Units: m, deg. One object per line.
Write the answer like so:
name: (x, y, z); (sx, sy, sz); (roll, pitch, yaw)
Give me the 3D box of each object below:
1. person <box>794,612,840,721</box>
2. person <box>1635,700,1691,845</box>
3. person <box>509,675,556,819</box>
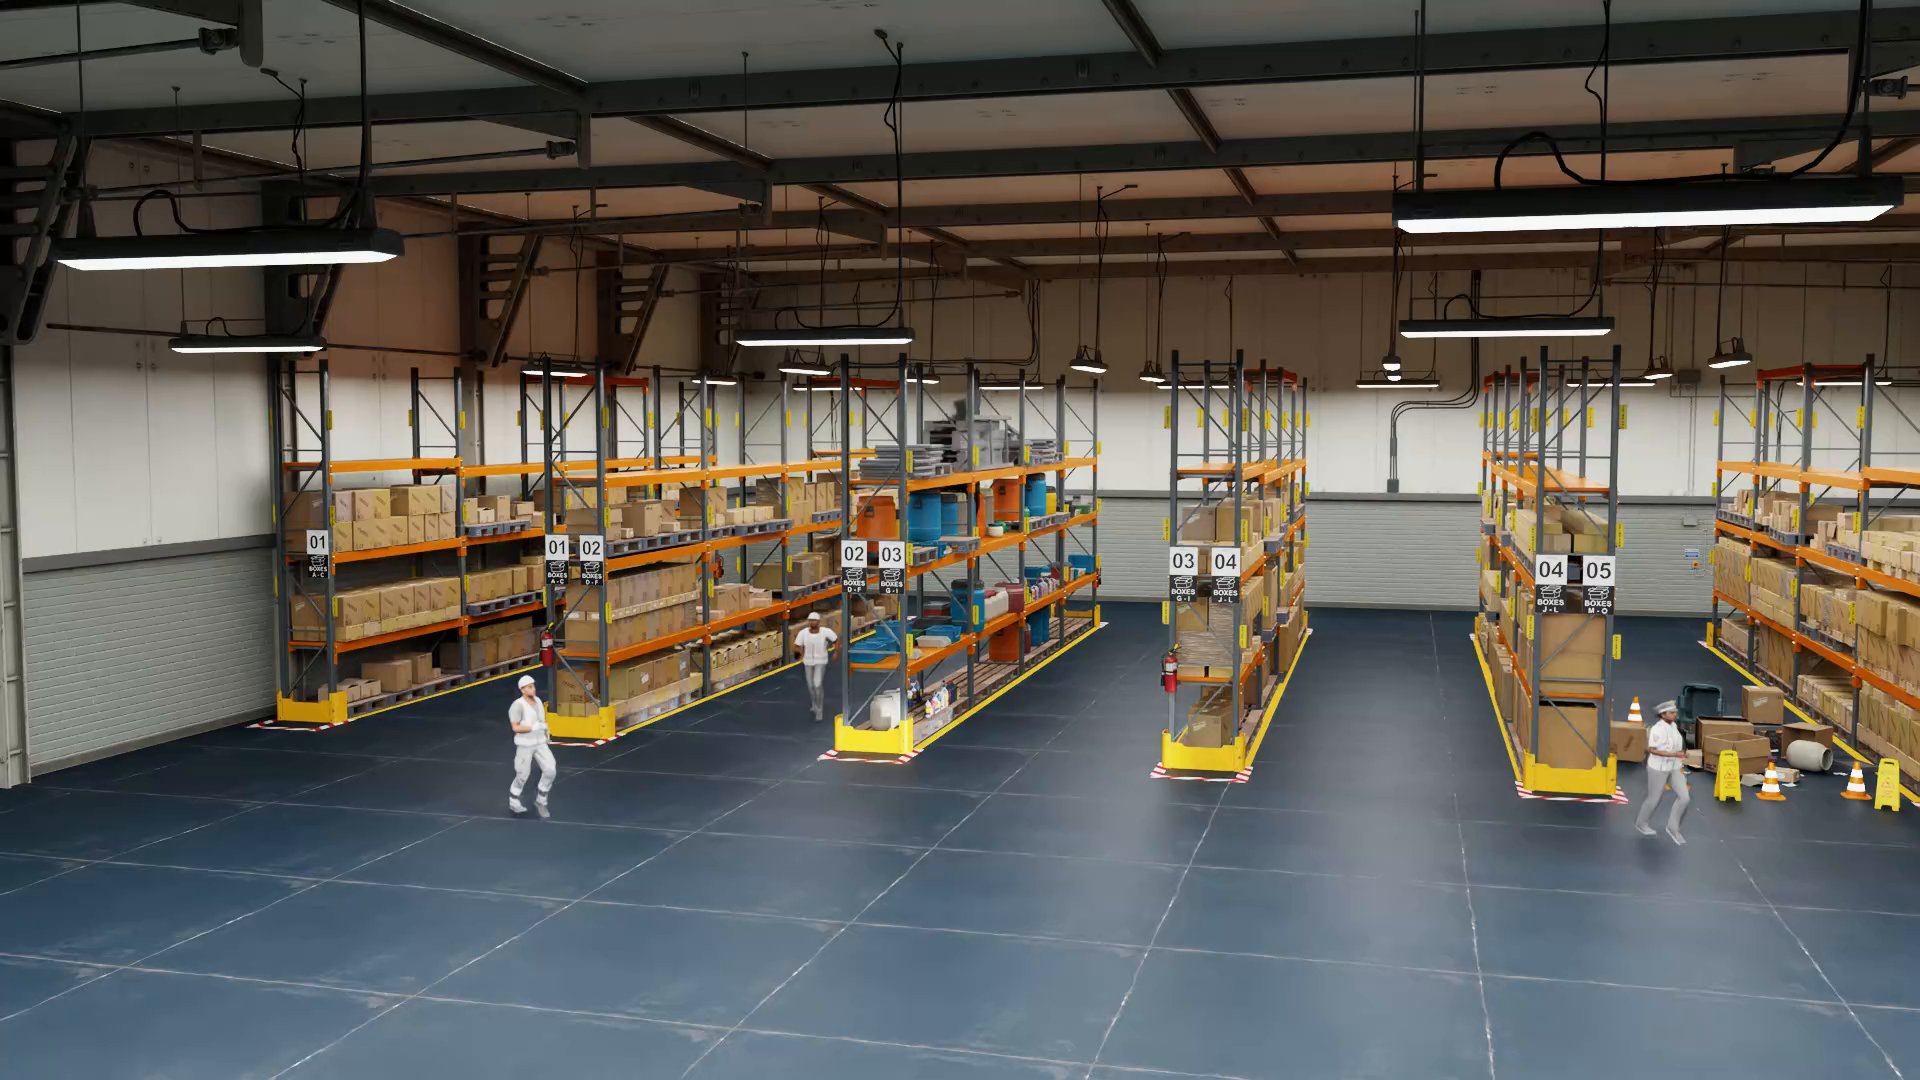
person: (-2.427, 2.125, 27.968); (0.724, 1.848, 0.757); (1, 4, 12)
person: (8.351, 2.752, 19.726); (0.562, 1.742, 0.739); (-2, 5, -26)
person: (-5.377, 2.609, 20.892); (0.743, 1.824, 0.640); (3, 5, 37)
